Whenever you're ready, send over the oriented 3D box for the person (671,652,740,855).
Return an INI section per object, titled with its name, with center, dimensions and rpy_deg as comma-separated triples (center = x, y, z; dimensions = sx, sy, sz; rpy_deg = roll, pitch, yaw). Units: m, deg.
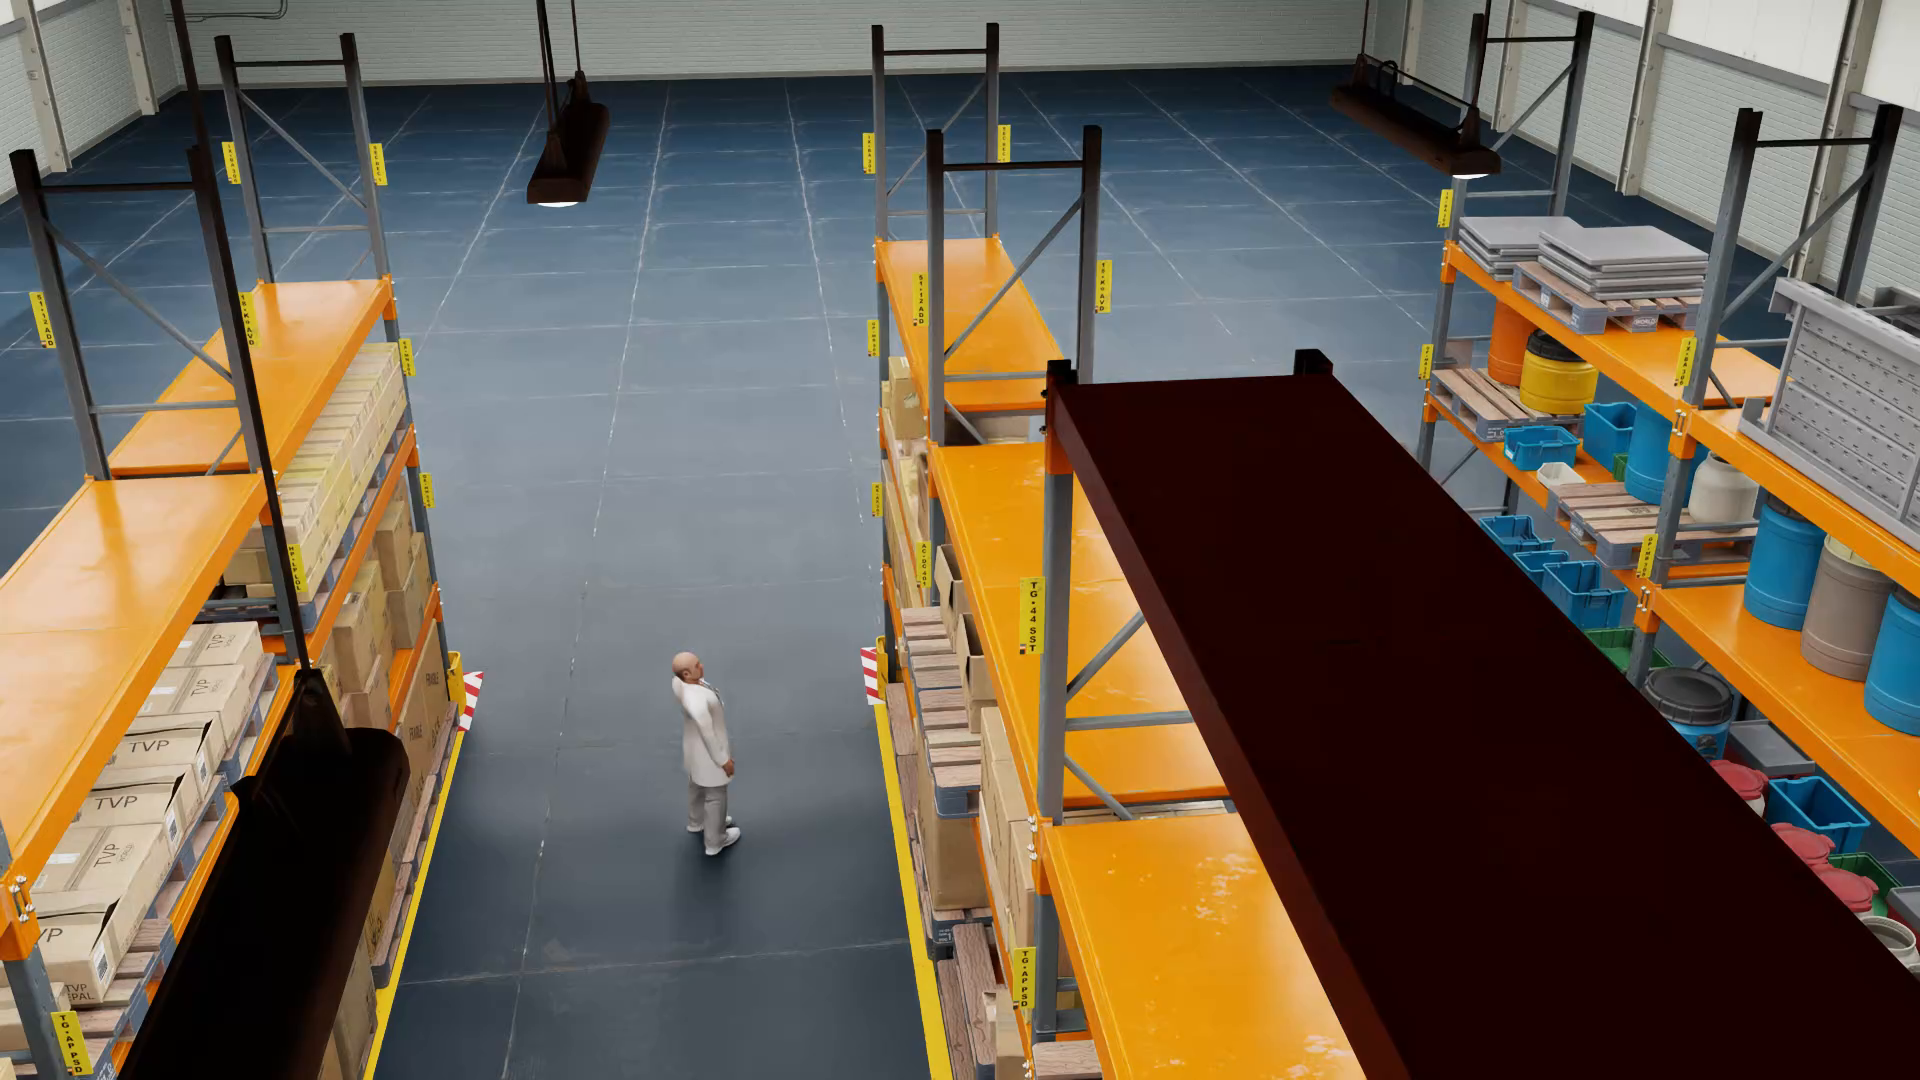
[person]
center = -1.963, 1.633, 13.020
dimensions = 0.494, 1.771, 0.602
rpy_deg = -19, 31, -34
